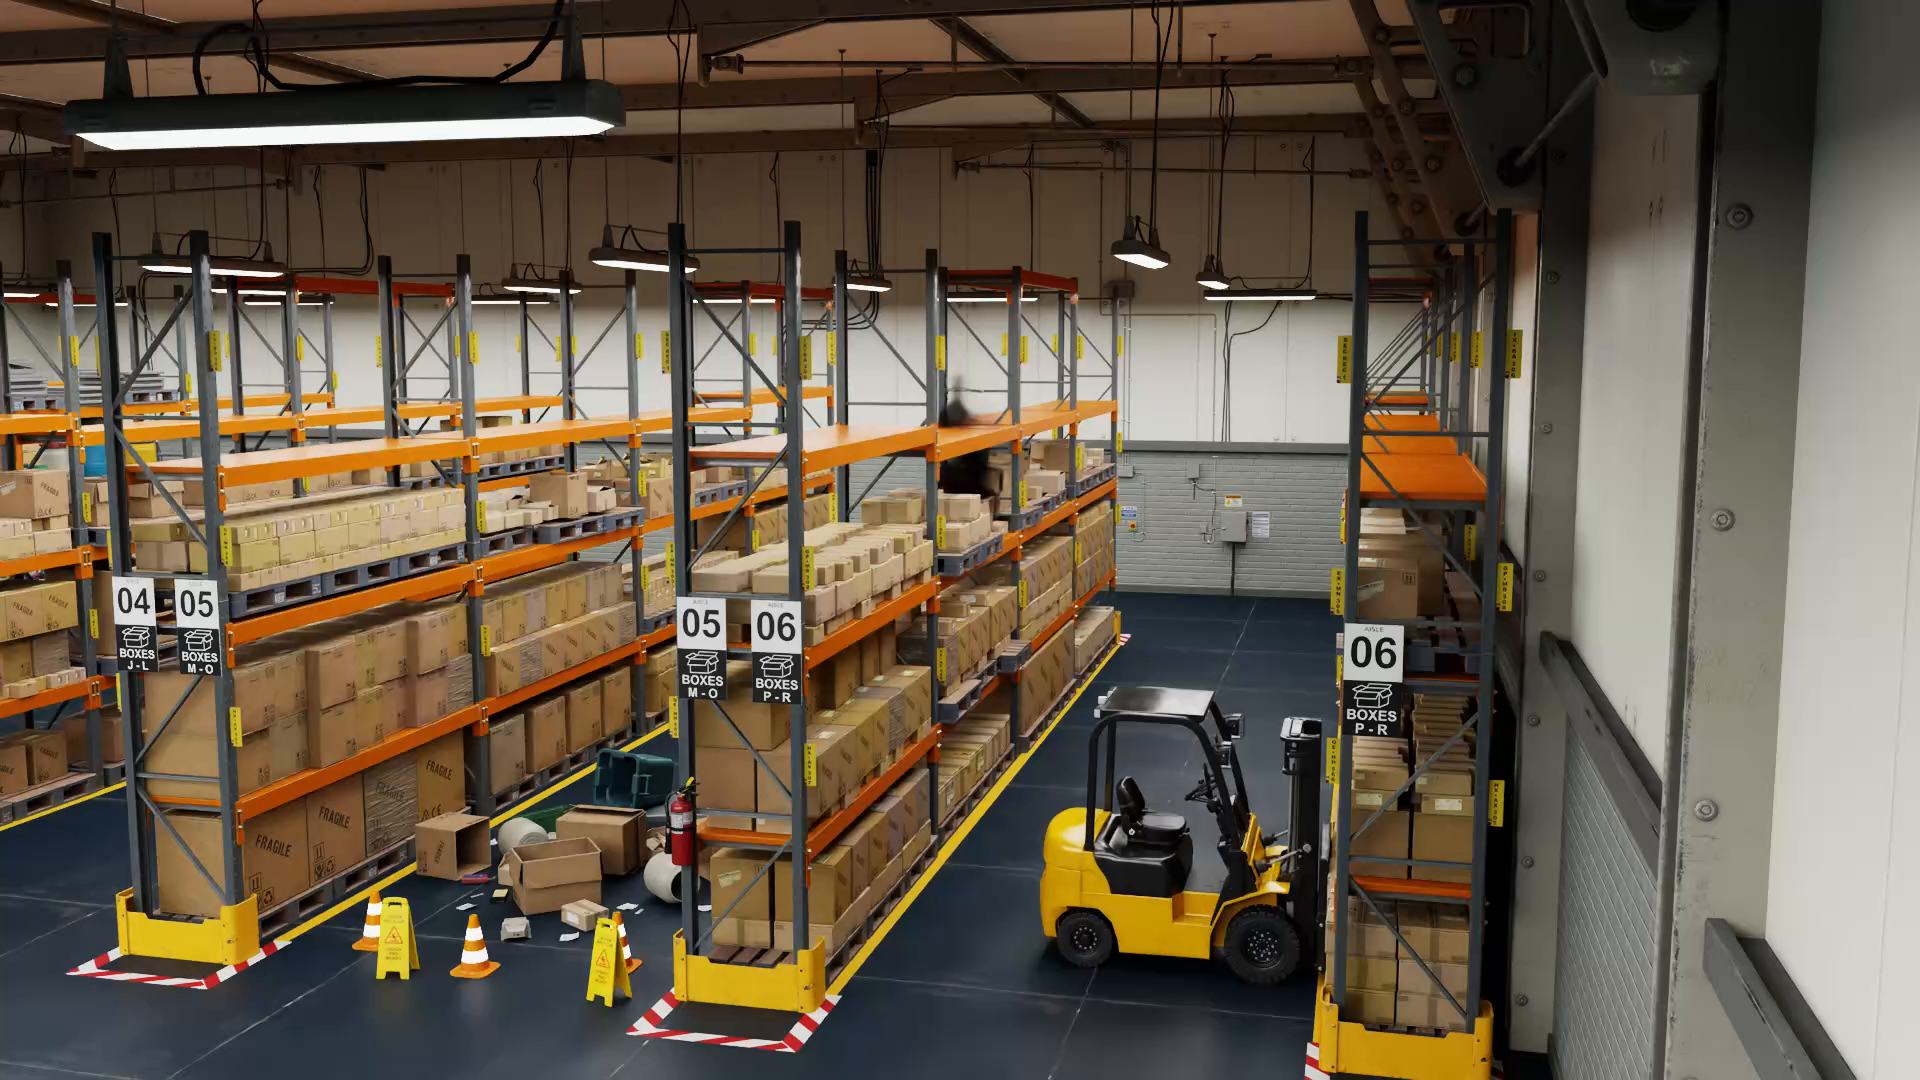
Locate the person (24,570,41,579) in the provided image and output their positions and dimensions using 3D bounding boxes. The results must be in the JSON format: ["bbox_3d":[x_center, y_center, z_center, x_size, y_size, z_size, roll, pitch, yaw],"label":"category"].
[{"bbox_3d":[-15.883,0.812,28.507,0.655,1.803,0.720,0,7,-4],"label":"person"}]
